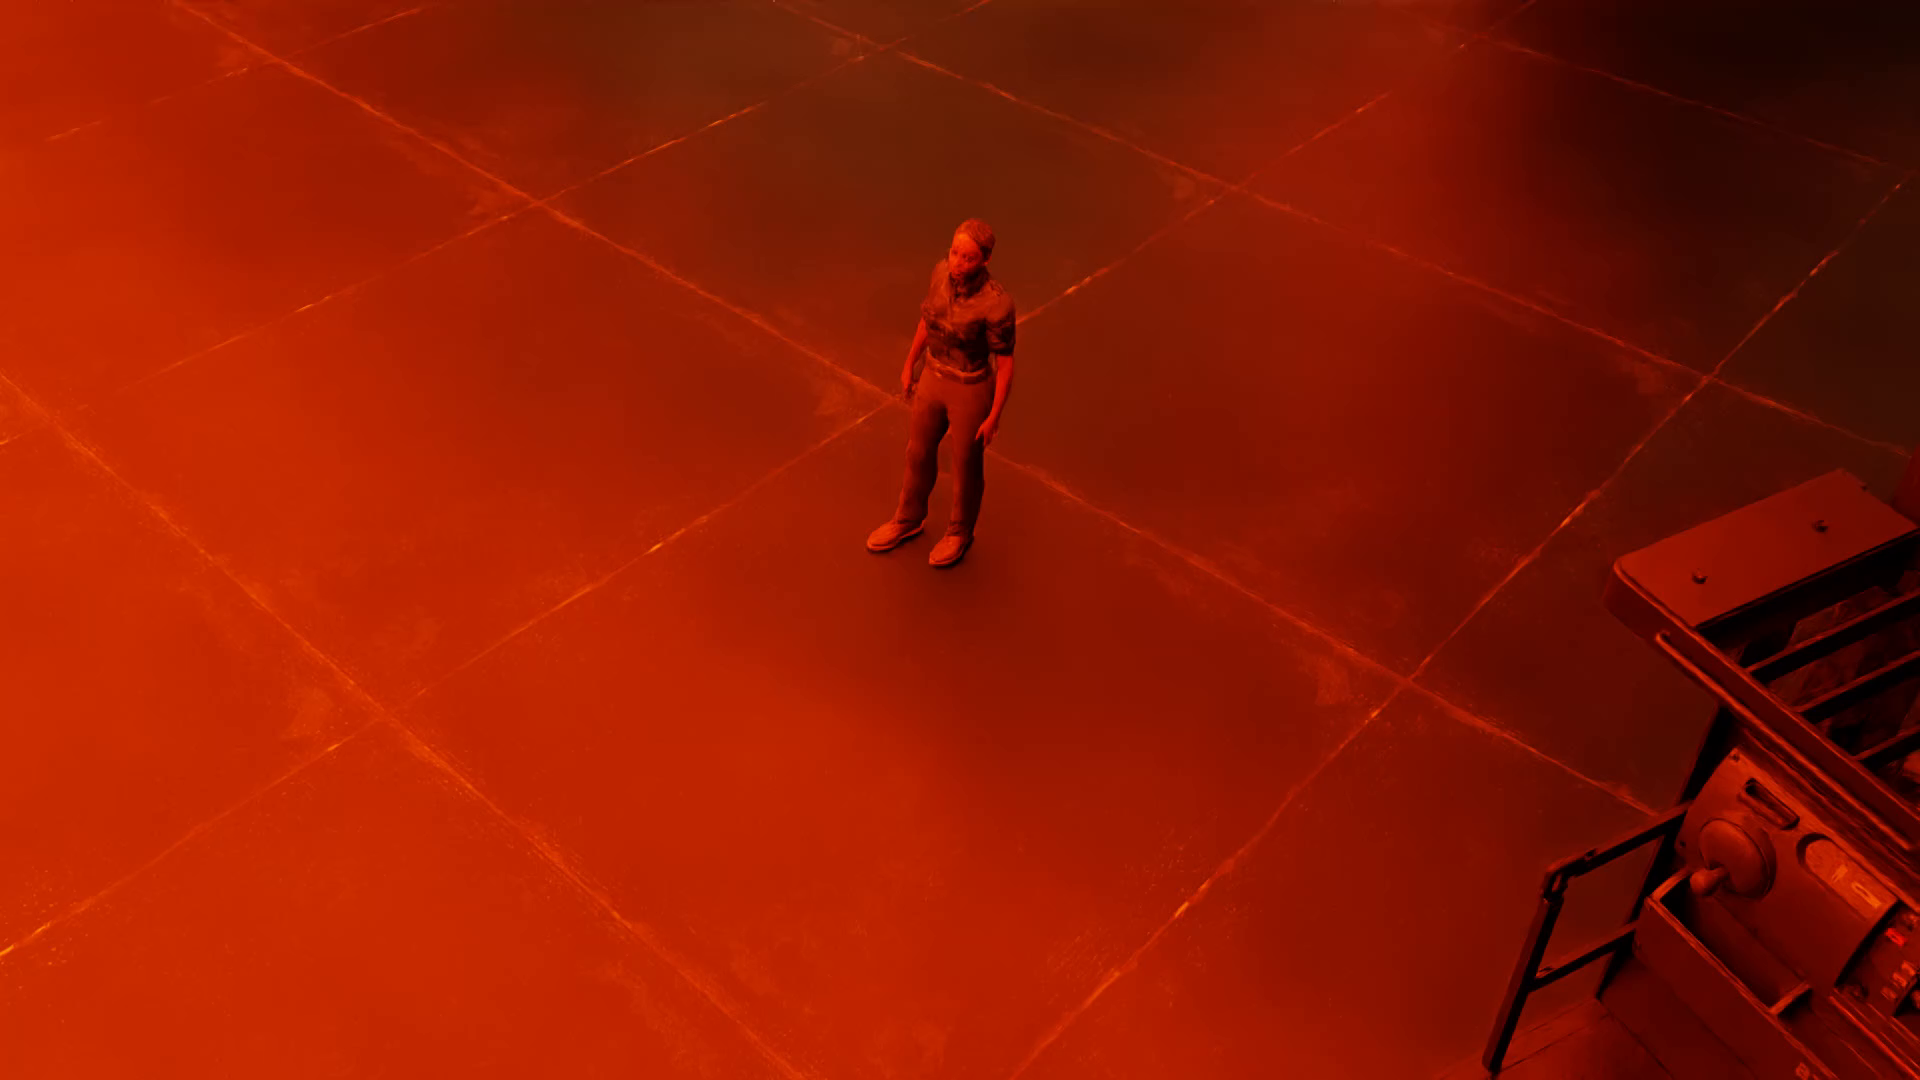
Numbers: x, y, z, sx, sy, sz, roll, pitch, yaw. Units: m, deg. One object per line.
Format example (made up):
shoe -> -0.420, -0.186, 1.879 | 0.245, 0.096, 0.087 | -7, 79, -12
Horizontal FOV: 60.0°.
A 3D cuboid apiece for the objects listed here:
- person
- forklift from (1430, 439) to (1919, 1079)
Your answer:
person -> -0.074, -0.600, 7.097 | 0.570, 1.654, 0.503 | 31, 49, 31
forklift -> 2.128, 1.005, 4.256 | 3.031, 2.935, 1.130 | -19, 44, -21
